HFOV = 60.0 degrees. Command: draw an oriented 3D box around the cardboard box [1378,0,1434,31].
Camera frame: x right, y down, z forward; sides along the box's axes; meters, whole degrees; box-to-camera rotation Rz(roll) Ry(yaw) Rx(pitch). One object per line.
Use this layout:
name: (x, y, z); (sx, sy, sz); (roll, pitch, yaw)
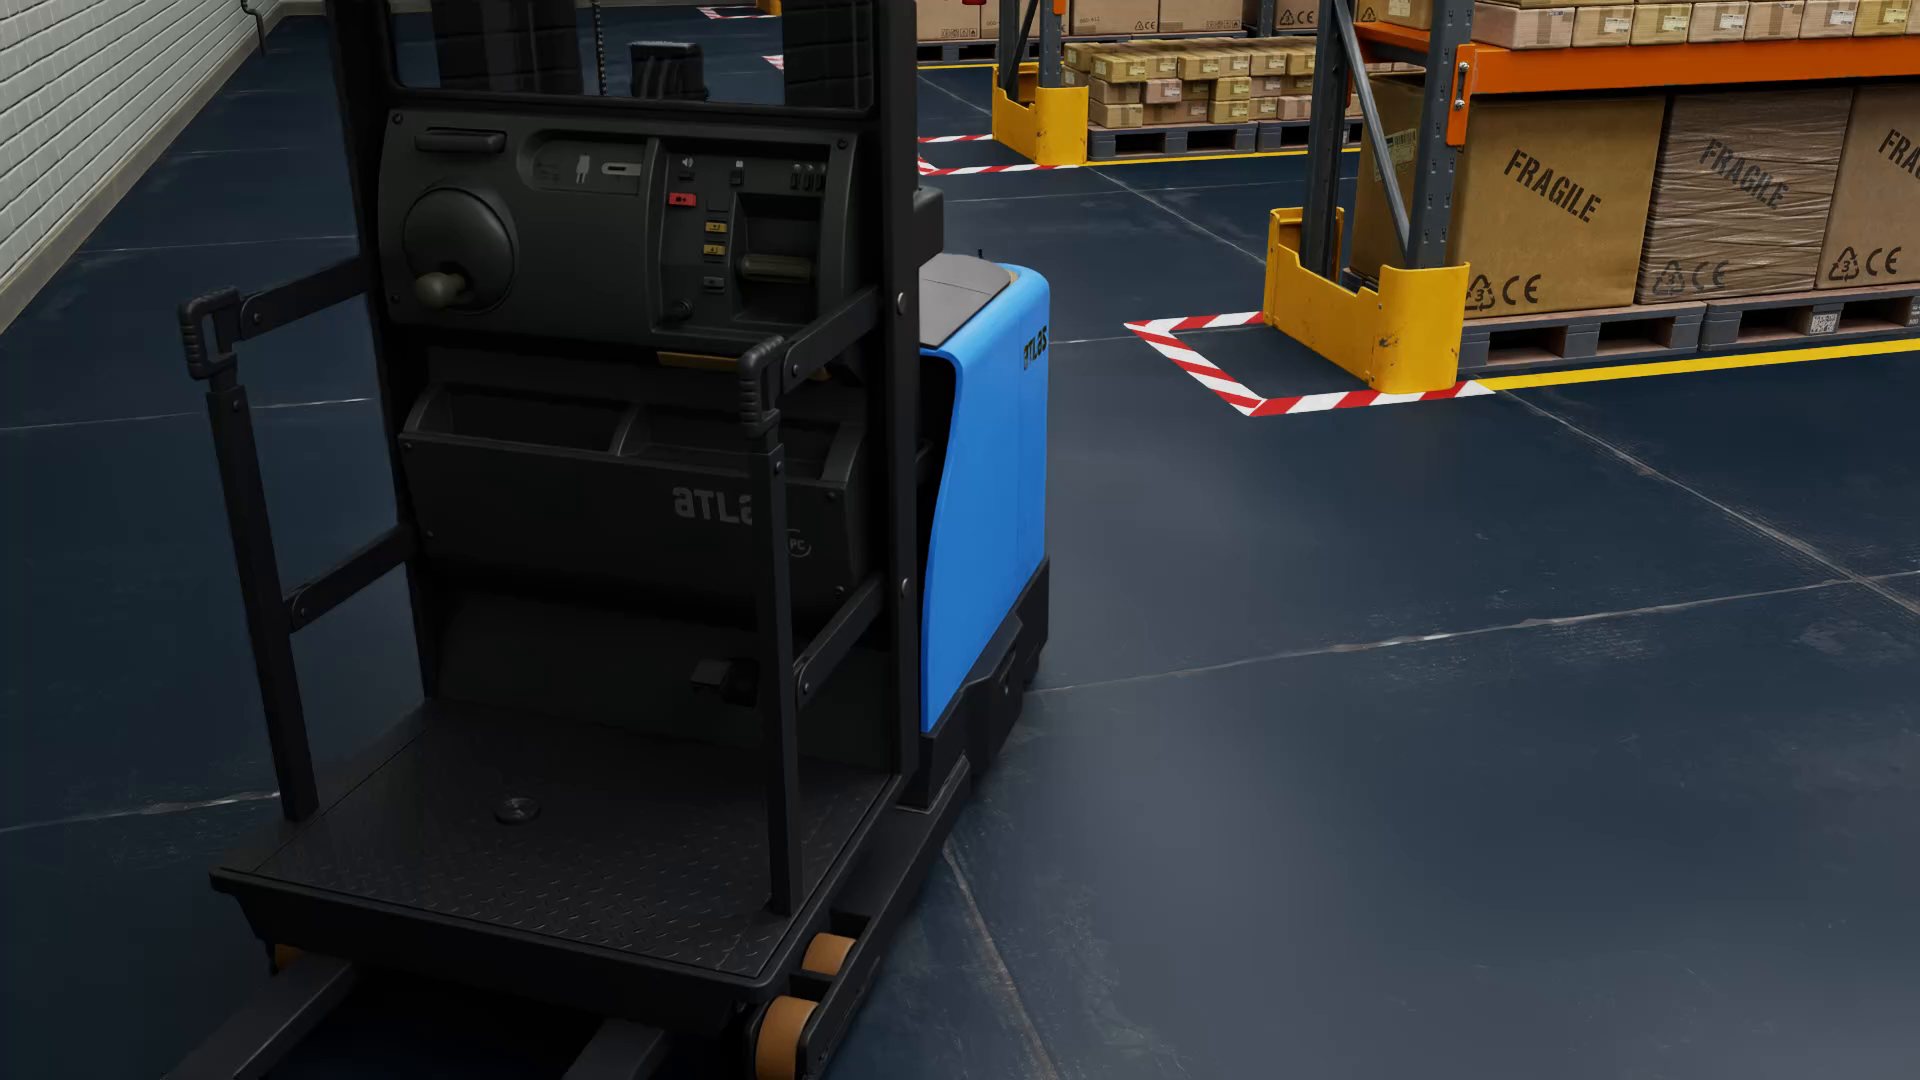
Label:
cardboard box: (1.963, -2.238, 6.981); (0.250, 0.149, 0.380); (-6, 24, -13)

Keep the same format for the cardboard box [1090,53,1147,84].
cardboard box: (1.063, -3.168, 11.157); (0.250, 0.149, 0.380); (-7, 24, -17)

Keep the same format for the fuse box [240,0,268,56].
fuse box: (-6.818, -5.565, 16.049); (0.414, 1.711, 0.539); (-6, 24, -14)

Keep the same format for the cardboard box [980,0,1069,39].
cardboard box: (0.519, -5.178, 16.230); (0.875, 0.438, 0.875); (-6, 24, -13)

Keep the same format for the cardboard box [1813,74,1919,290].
cardboard box: (4.037, -1.698, 7.565); (0.875, 0.875, 0.875); (-6, 24, -14)

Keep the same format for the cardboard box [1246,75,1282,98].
cardboard box: (2.037, -3.181, 11.564); (0.250, 0.149, 0.380); (-7, 24, -17)

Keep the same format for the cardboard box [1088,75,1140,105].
cardboard box: (1.040, -3.063, 11.289); (0.250, 0.149, 0.380); (-5, 24, -12)

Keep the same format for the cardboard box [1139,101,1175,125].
cardboard box: (1.287, -2.961, 11.429); (0.250, 0.149, 0.380); (-6, 24, -15)

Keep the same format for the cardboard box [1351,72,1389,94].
cardboard box: (2.818, -3.262, 11.755); (0.250, 0.149, 0.380); (-7, 24, -17)

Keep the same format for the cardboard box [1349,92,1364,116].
cardboard box: (2.766, -3.110, 11.777); (0.250, 0.149, 0.380); (-6, 24, -13)

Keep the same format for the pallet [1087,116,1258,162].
pallet: (1.331, -2.885, 11.705); (1.213, 0.211, 1.003); (-6, 24, -14)

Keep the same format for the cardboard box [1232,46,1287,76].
cardboard box: (2.059, -3.305, 11.477); (0.250, 0.149, 0.380); (-5, 24, -12)

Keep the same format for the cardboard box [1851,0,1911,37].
cardboard box: (3.620, -2.152, 6.781); (0.250, 0.149, 0.380); (-7, 24, -16)

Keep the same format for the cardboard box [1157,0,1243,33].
cardboard box: (2.250, -5.369, 16.675); (0.875, 0.438, 0.875); (-7, 24, -15)

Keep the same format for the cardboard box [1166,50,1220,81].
cardboard box: (1.573, -3.221, 11.281); (0.250, 0.149, 0.380); (-6, 24, -15)

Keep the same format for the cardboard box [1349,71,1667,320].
cardboard box: (2.304, -1.506, 7.118); (0.875, 0.875, 0.875); (-6, 24, -14)

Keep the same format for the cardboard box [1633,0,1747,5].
cardboard box: (2.743, -2.265, 6.538); (0.500, 0.250, 0.500); (-7, 24, -15)

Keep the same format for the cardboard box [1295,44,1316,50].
cardboard box: (2.541, -3.379, 11.649); (0.250, 0.149, 0.380); (-6, 24, -14)

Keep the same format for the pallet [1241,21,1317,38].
pallet: (3.606, -5.209, 17.122); (1.213, 0.211, 1.003); (-6, 24, -14)

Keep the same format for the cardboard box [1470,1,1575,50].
cardboard box: (2.140, -1.988, 6.398); (0.250, 0.149, 0.380); (-6, 24, -14)

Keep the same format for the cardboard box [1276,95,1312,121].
cardboard box: (2.284, -3.032, 11.596); (0.250, 0.149, 0.380); (-8, 24, -17)

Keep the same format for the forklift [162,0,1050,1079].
forklift: (-0.690, -0.542, 2.795); (1.130, 2.935, 3.031); (7, 24, 16)

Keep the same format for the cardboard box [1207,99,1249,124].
cardboard box: (1.800, -2.976, 11.464); (0.250, 0.149, 0.380); (-6, 24, -14)

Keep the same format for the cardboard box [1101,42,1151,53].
cardboard box: (1.165, -3.399, 11.695); (0.250, 0.149, 0.380); (-6, 24, -13)

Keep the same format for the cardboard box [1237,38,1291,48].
cardboard box: (2.174, -3.514, 11.963); (0.250, 0.149, 0.380); (-7, 24, -16)

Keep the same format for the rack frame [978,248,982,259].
rack frame: (0.090, -0.424, 5.096); (0.006, 0.900, 0.240); (-6, 24, -14)

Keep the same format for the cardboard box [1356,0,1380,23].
cardboard box: (4.326, -5.792, 17.105); (0.875, 0.875, 0.875); (-6, 24, -13)

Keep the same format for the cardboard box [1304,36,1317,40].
cardboard box: (2.667, -3.564, 12.080); (0.250, 0.149, 0.380); (-7, 24, -17)

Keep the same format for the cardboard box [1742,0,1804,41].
cardboard box: (3.129, -2.098, 6.654); (0.250, 0.149, 0.380); (-7, 24, -15)

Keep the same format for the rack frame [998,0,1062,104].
rack frame: (0.466, -4.085, 10.966); (0.127, 3.000, 1.000); (-6, 24, -14)

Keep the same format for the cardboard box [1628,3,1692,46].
cardboard box: (2.633, -2.043, 6.527); (0.250, 0.149, 0.380); (-7, 24, -16)

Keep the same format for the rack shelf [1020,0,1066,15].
rack shelf: (2.392, -3.967, 11.604); (4.000, 0.370, 1.077); (-6, 24, -14)

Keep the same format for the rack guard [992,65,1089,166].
rack guard: (0.540, -2.944, 11.478); (0.348, 0.500, 1.175); (-6, 24, -14)

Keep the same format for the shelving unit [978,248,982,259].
shelving unit: (-0.008, -0.413, 5.071); (0.210, 0.900, 0.258); (-6, 24, -14)

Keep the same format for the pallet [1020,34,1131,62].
pallet: (0.953, -4.915, 16.438); (1.213, 0.211, 1.003); (-6, 24, -14)

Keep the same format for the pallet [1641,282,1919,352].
pallet: (3.630, -1.153, 7.669); (1.213, 0.211, 1.003); (-6, 24, -14)

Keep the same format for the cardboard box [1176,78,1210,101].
cardboard box: (1.531, -3.130, 11.446); (0.250, 0.149, 0.380); (-6, 24, -14)

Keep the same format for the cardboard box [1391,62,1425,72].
cardboard box: (3.066, -3.397, 11.691); (0.250, 0.149, 0.380); (-8, 24, -17)

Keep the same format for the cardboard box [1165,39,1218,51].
cardboard box: (1.647, -3.478, 11.880); (0.250, 0.149, 0.380); (-7, 24, -16)

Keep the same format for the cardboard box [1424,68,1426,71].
cardboard box: (3.322, -3.318, 11.884); (0.250, 0.149, 0.380); (-6, 24, -14)

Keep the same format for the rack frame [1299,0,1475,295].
rack frame: (1.709, -2.191, 6.552); (0.127, 3.000, 1.000); (-6, 24, -14)
